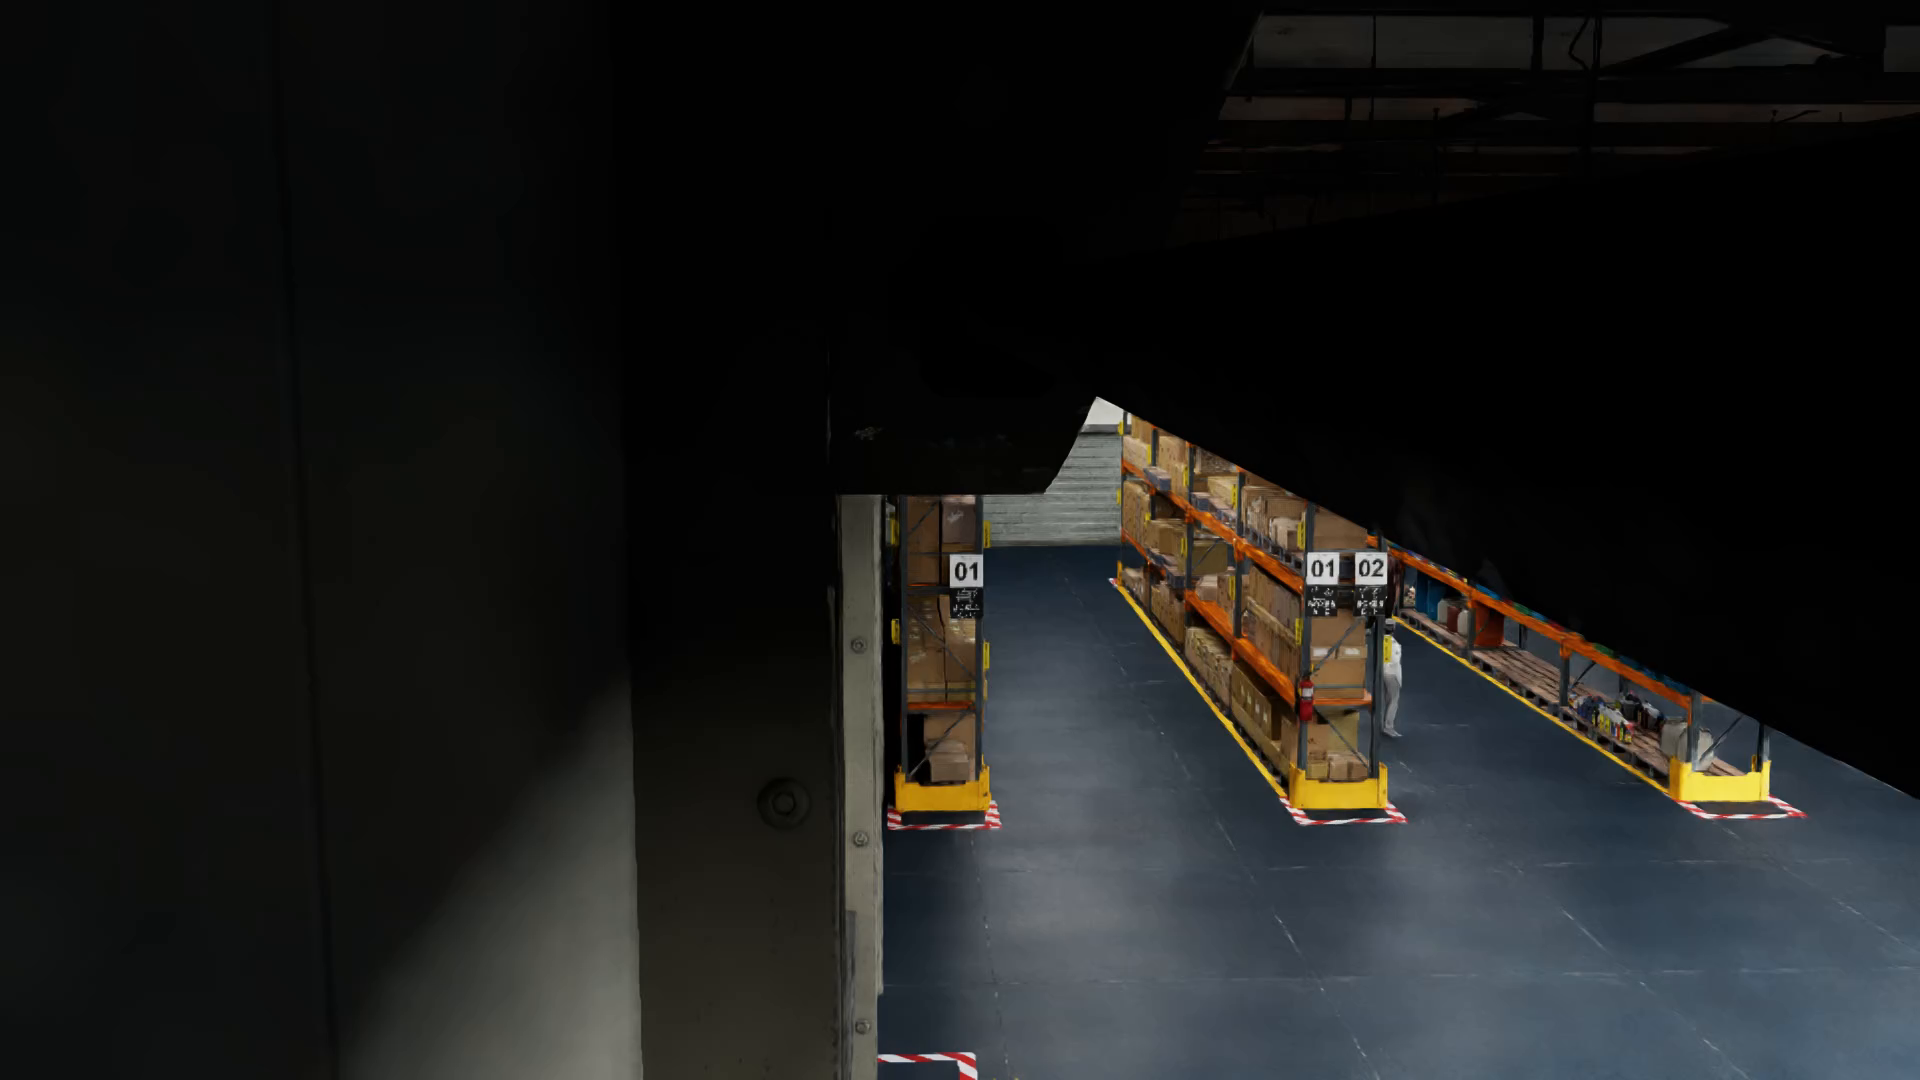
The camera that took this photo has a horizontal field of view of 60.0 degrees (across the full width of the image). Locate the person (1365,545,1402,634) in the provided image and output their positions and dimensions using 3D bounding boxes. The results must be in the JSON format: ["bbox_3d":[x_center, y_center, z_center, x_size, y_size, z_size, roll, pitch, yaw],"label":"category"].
[{"bbox_3d":[7.862,0.917,30.998,0.729,1.733,0.546,-1,8,-4],"label":"person"}]

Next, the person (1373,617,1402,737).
[{"bbox_3d":[6.198,1.990,24.067,0.358,1.730,0.544,-5,10,-30],"label":"person"}]
